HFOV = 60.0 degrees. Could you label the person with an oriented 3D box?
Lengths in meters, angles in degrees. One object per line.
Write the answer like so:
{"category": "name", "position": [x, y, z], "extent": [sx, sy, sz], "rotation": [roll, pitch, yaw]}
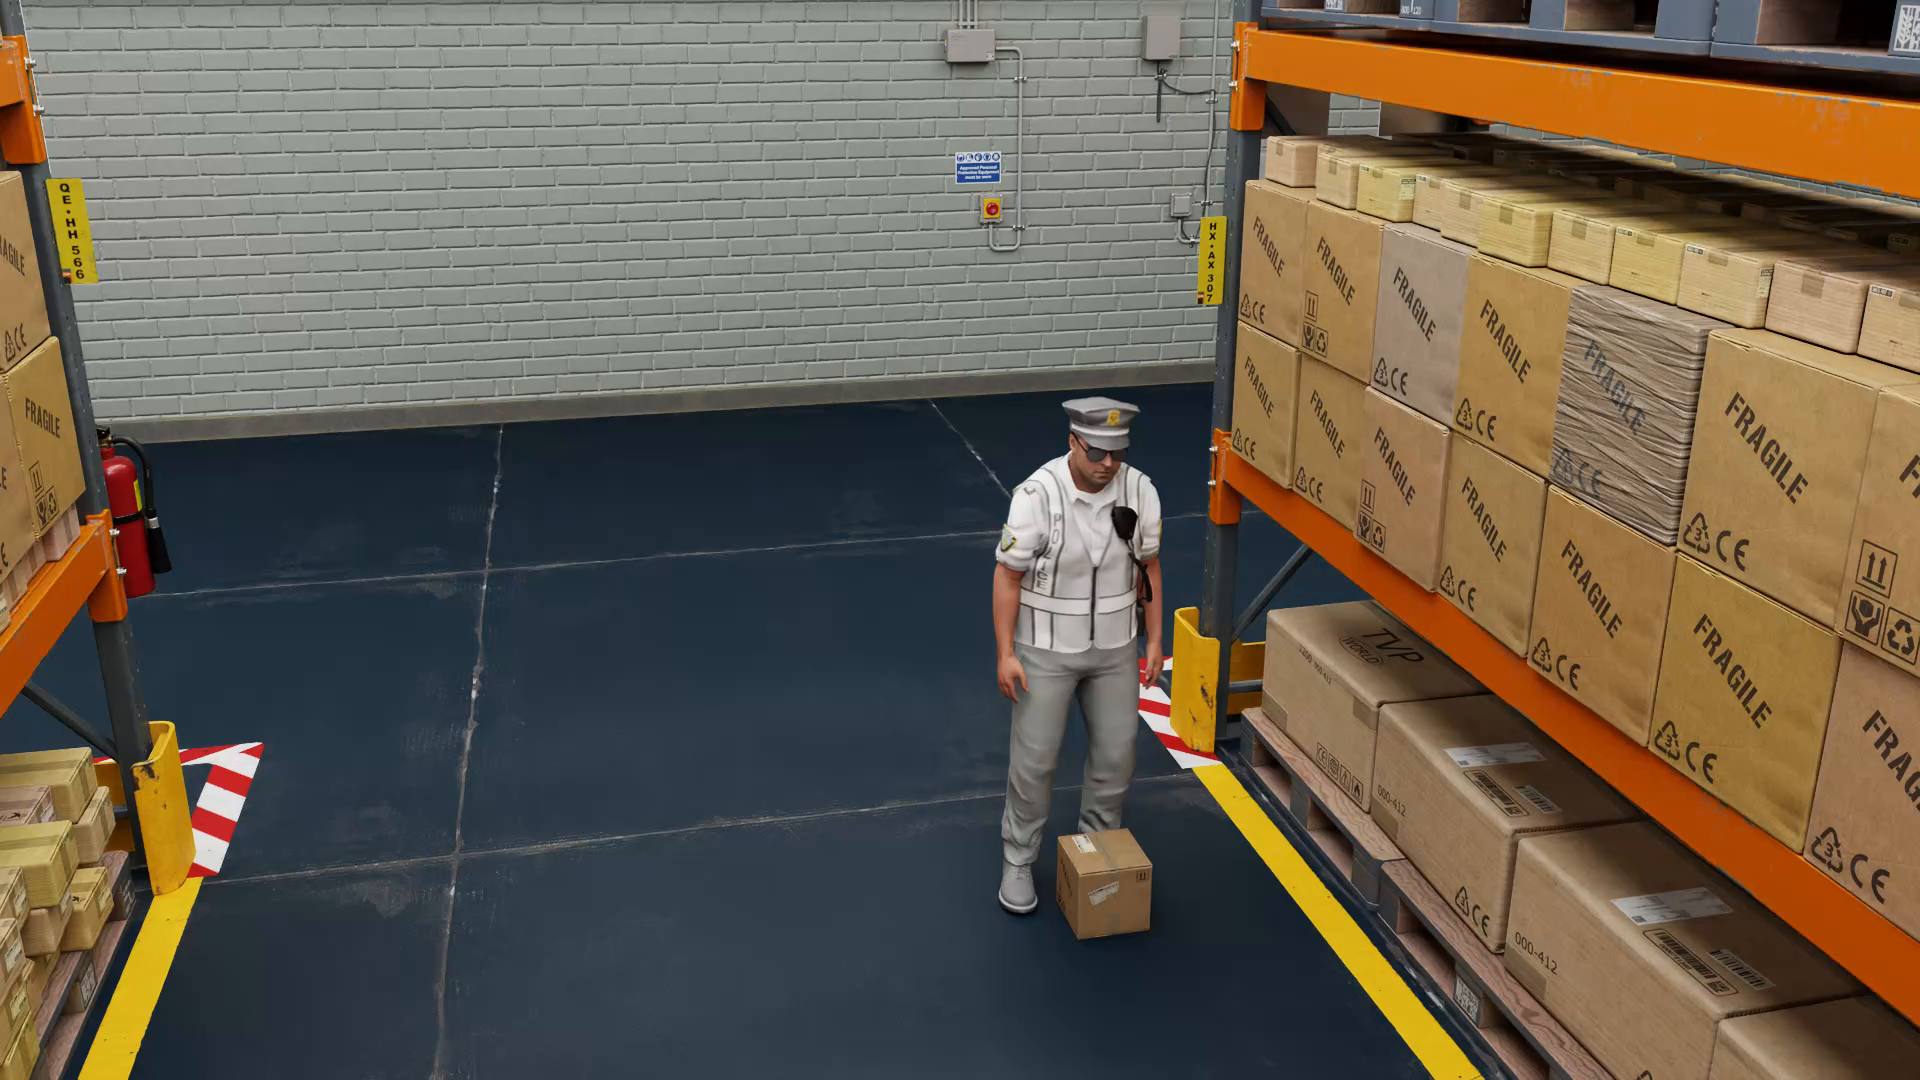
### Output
{"category": "person", "position": [0.393, 0.356, 5.556], "extent": [0.595, 1.745, 0.434], "rotation": [-5, 20, -14]}
